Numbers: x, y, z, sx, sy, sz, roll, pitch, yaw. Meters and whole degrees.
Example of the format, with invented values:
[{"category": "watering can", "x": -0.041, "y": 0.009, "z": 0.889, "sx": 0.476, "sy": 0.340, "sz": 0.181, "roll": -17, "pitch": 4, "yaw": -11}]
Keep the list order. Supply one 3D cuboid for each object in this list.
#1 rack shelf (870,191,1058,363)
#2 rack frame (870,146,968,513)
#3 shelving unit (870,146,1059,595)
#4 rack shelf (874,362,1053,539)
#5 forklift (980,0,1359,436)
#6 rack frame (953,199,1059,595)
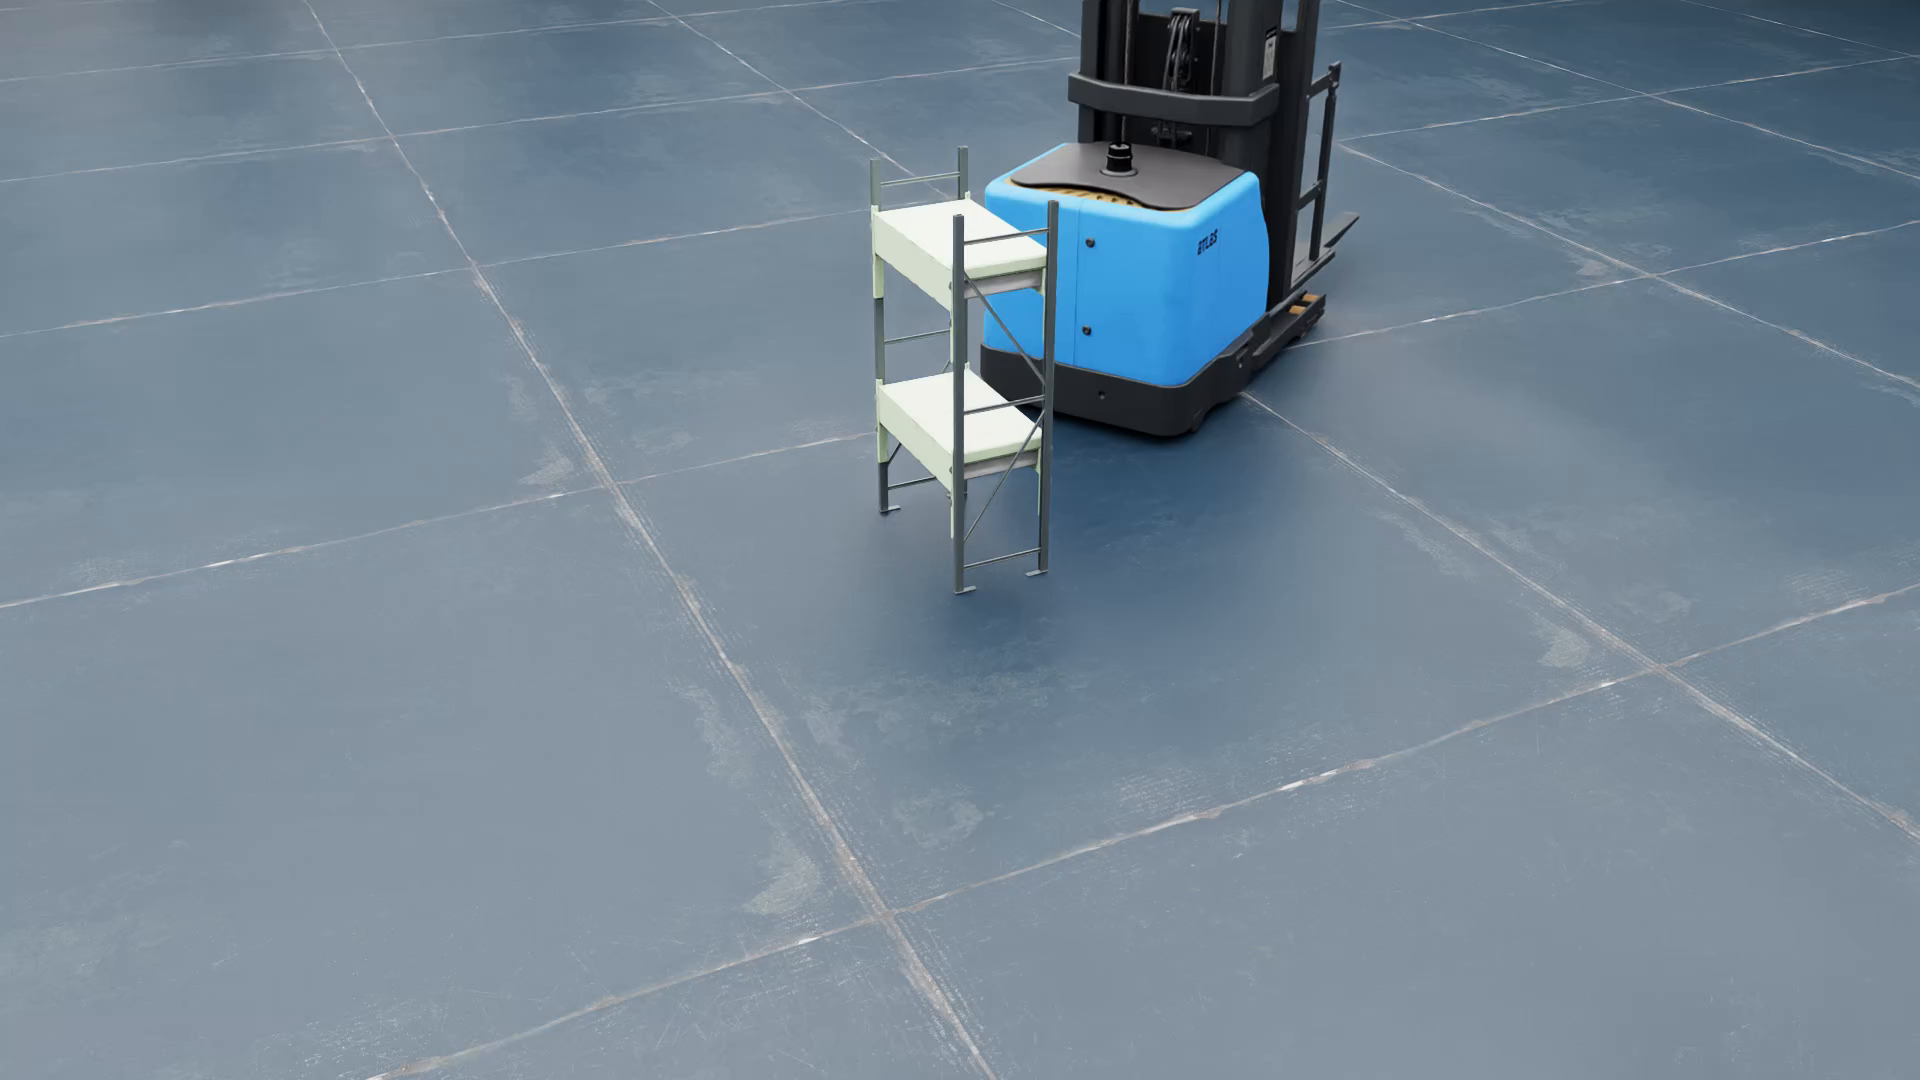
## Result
[{"category": "rack shelf", "x": 0.003, "y": -0.992, "z": 6.187, "sx": 0.431, "sy": 0.370, "sz": 0.720, "roll": -13, "pitch": 32, "yaw": -22}, {"category": "rack frame", "x": -0.154, "y": -0.813, "z": 6.666, "sx": 0.400, "sy": 1.500, "sz": 0.023, "roll": -13, "pitch": 32, "yaw": -22}, {"category": "shelving unit", "x": 0.003, "y": -0.651, "z": 6.378, "sx": 0.431, "sy": 1.500, "sz": 0.755, "roll": -13, "pitch": 32, "yaw": -22}, {"category": "rack shelf", "x": 0.003, "y": -0.367, "z": 6.537, "sx": 0.431, "sy": 0.370, "sz": 0.720, "roll": -13, "pitch": 32, "yaw": -22}, {"category": "forklift", "x": 1.272, "y": -2.428, "z": 8.083, "sx": 1.130, "sy": 2.935, "sz": 3.031, "roll": 16, "pitch": 33, "yaw": 26}, {"category": "rack frame", "x": 0.160, "y": -0.490, "z": 6.090, "sx": 0.400, "sy": 1.500, "sz": 0.023, "roll": -13, "pitch": 32, "yaw": -22}]
